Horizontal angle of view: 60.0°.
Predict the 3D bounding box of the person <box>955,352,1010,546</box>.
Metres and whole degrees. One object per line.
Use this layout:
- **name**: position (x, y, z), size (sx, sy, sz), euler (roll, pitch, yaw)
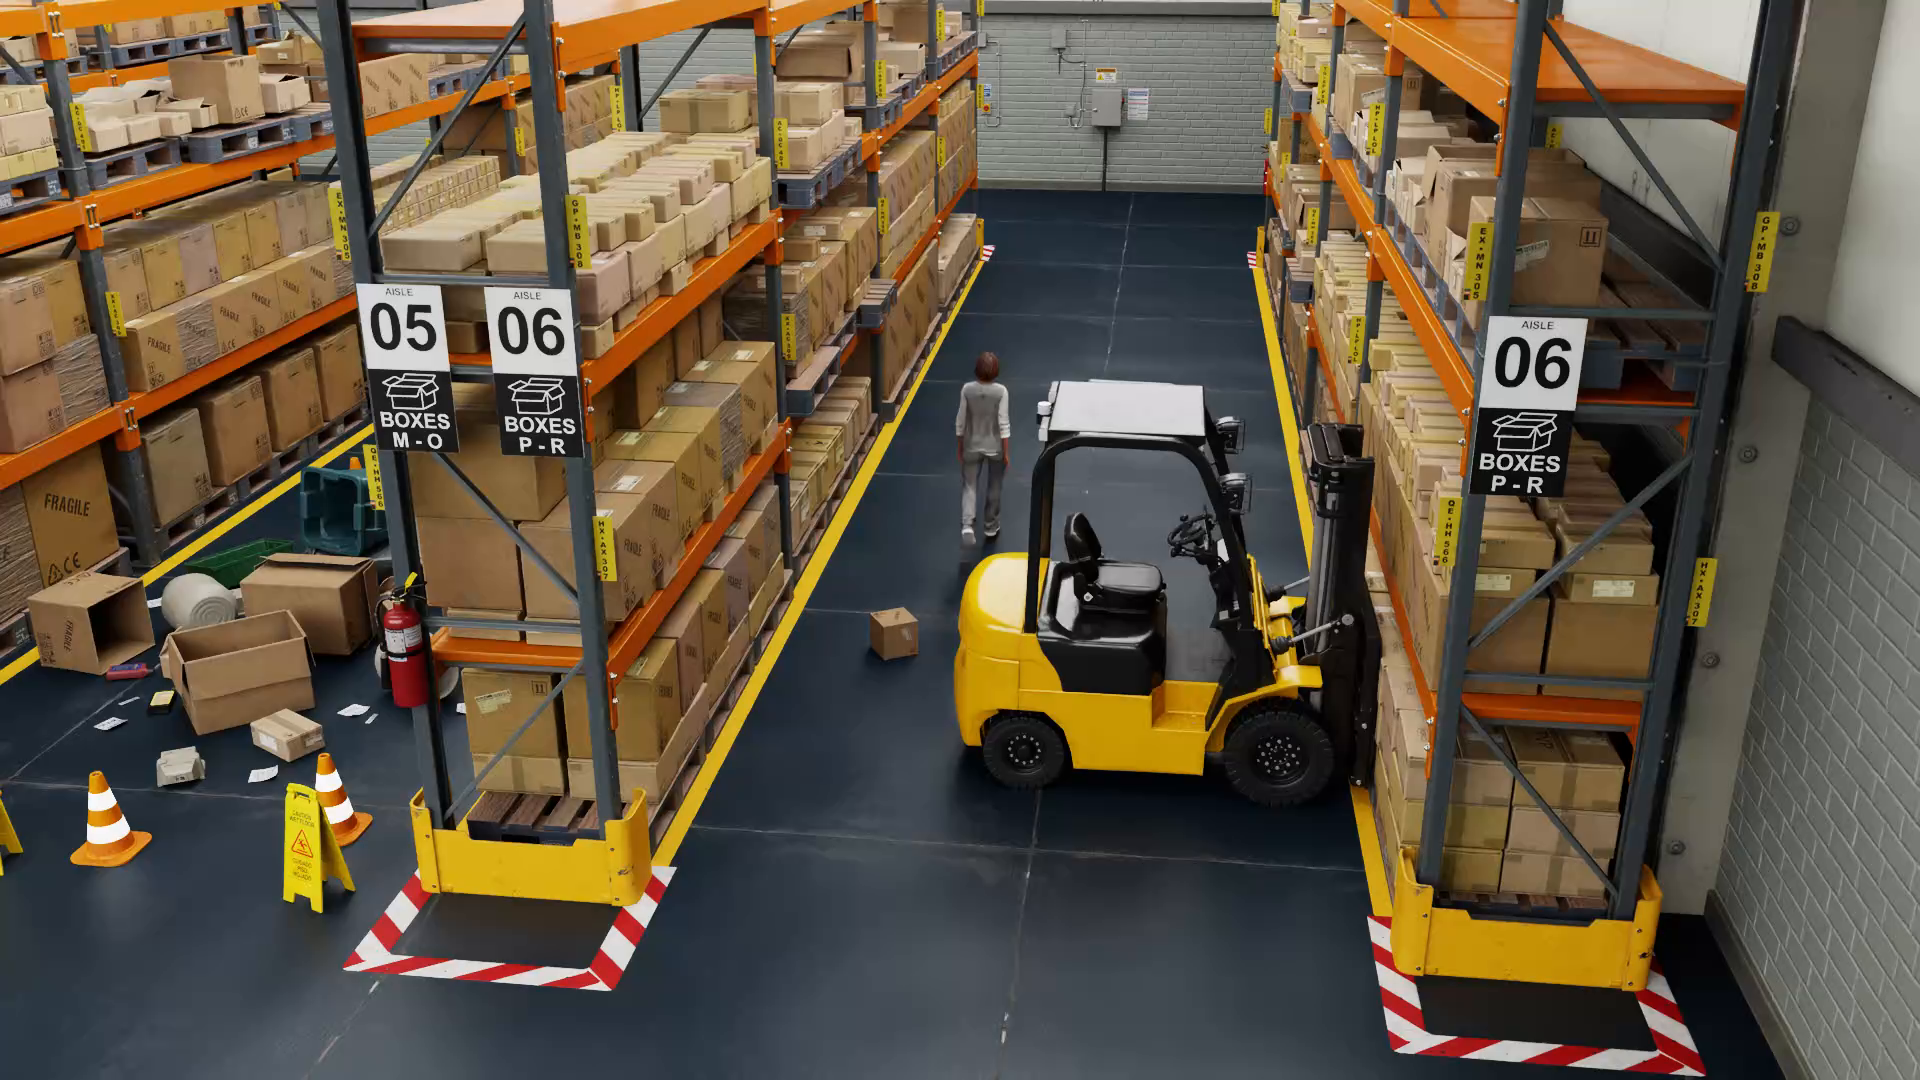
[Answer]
- **person**: position (0.174, -0.700, 12.852), size (0.430, 1.552, 0.822), euler (2, 22, 5)
